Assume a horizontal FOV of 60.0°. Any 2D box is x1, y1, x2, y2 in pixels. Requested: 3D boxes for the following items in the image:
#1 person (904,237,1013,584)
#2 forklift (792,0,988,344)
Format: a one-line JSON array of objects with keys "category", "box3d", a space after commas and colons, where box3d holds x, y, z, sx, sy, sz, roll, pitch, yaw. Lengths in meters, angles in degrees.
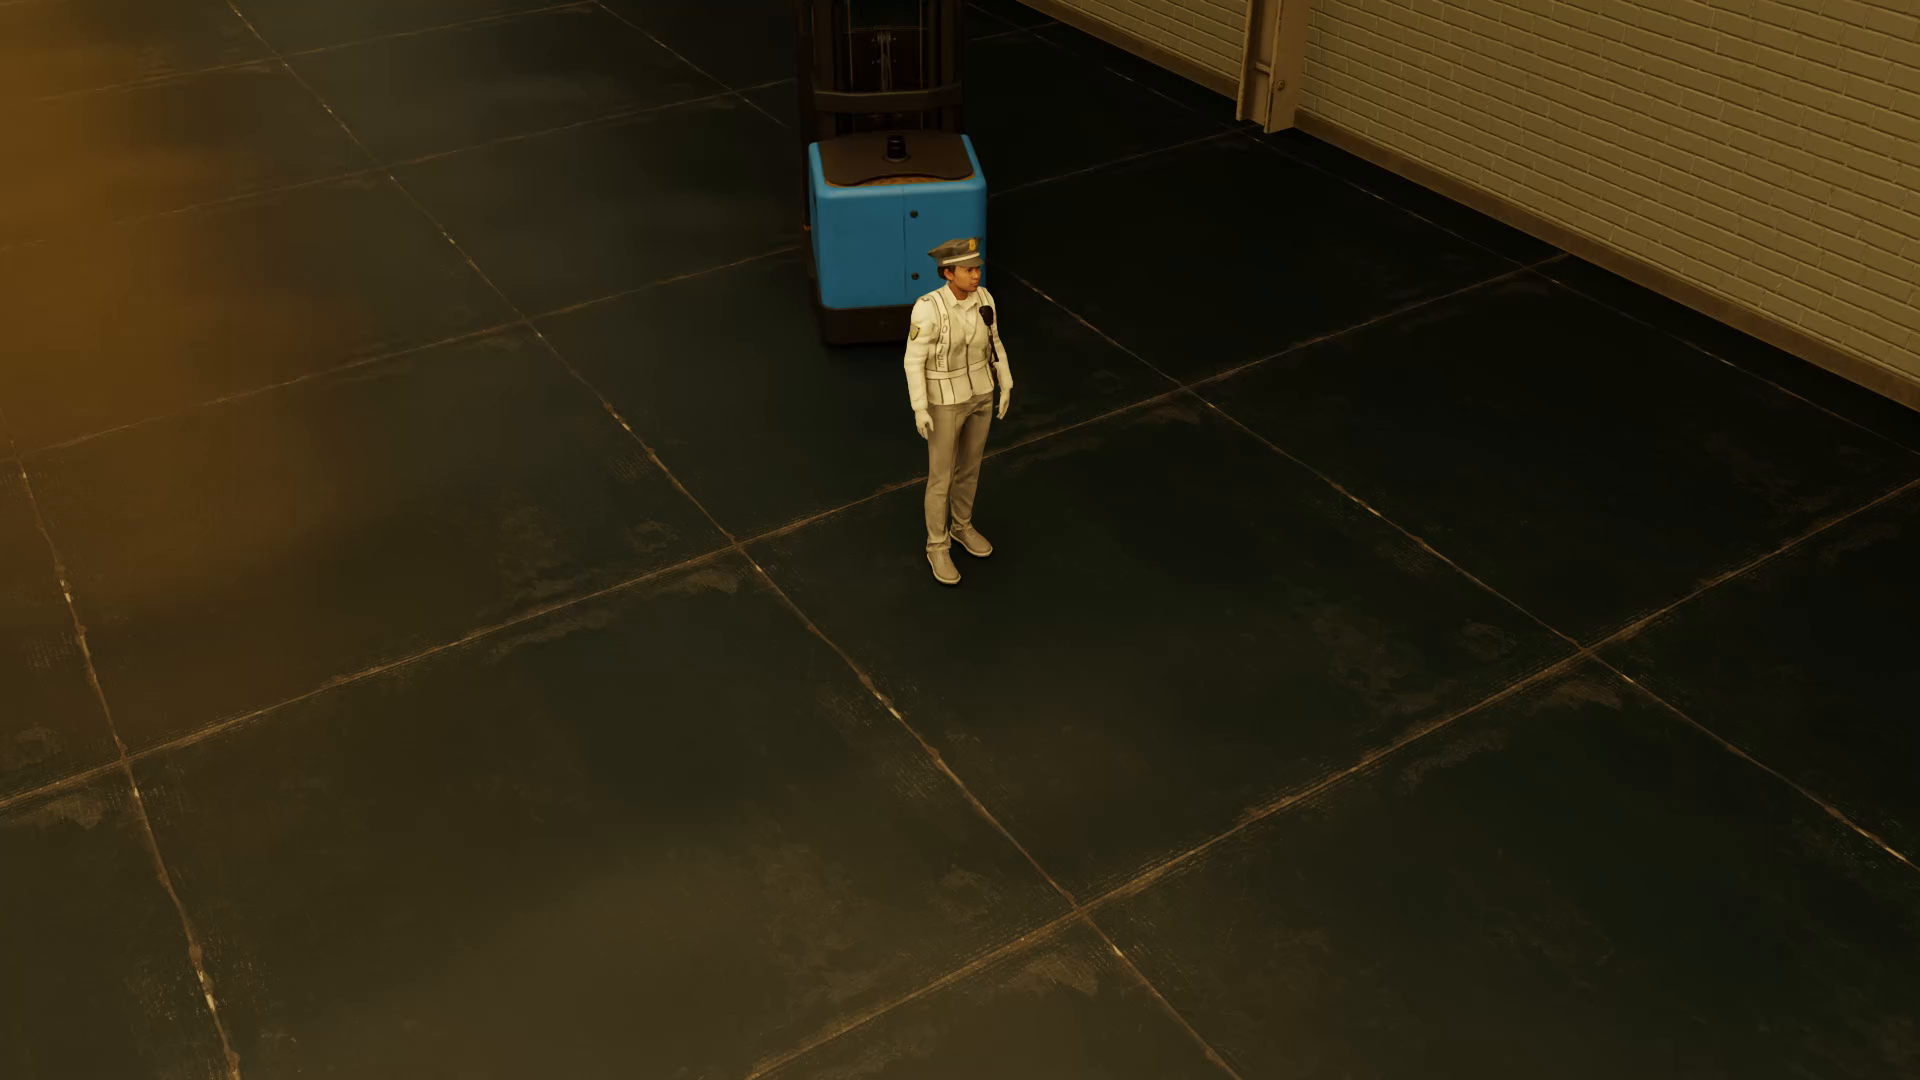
[{"category": "person", "box3d": [0.031, -0.665, 8.157, 0.587, 1.696, 0.534, -21, 40, -27]}, {"category": "forklift", "box3d": [-0.541, -3.248, 10.770, 1.130, 2.935, 3.031, -5, 35, -7]}]
